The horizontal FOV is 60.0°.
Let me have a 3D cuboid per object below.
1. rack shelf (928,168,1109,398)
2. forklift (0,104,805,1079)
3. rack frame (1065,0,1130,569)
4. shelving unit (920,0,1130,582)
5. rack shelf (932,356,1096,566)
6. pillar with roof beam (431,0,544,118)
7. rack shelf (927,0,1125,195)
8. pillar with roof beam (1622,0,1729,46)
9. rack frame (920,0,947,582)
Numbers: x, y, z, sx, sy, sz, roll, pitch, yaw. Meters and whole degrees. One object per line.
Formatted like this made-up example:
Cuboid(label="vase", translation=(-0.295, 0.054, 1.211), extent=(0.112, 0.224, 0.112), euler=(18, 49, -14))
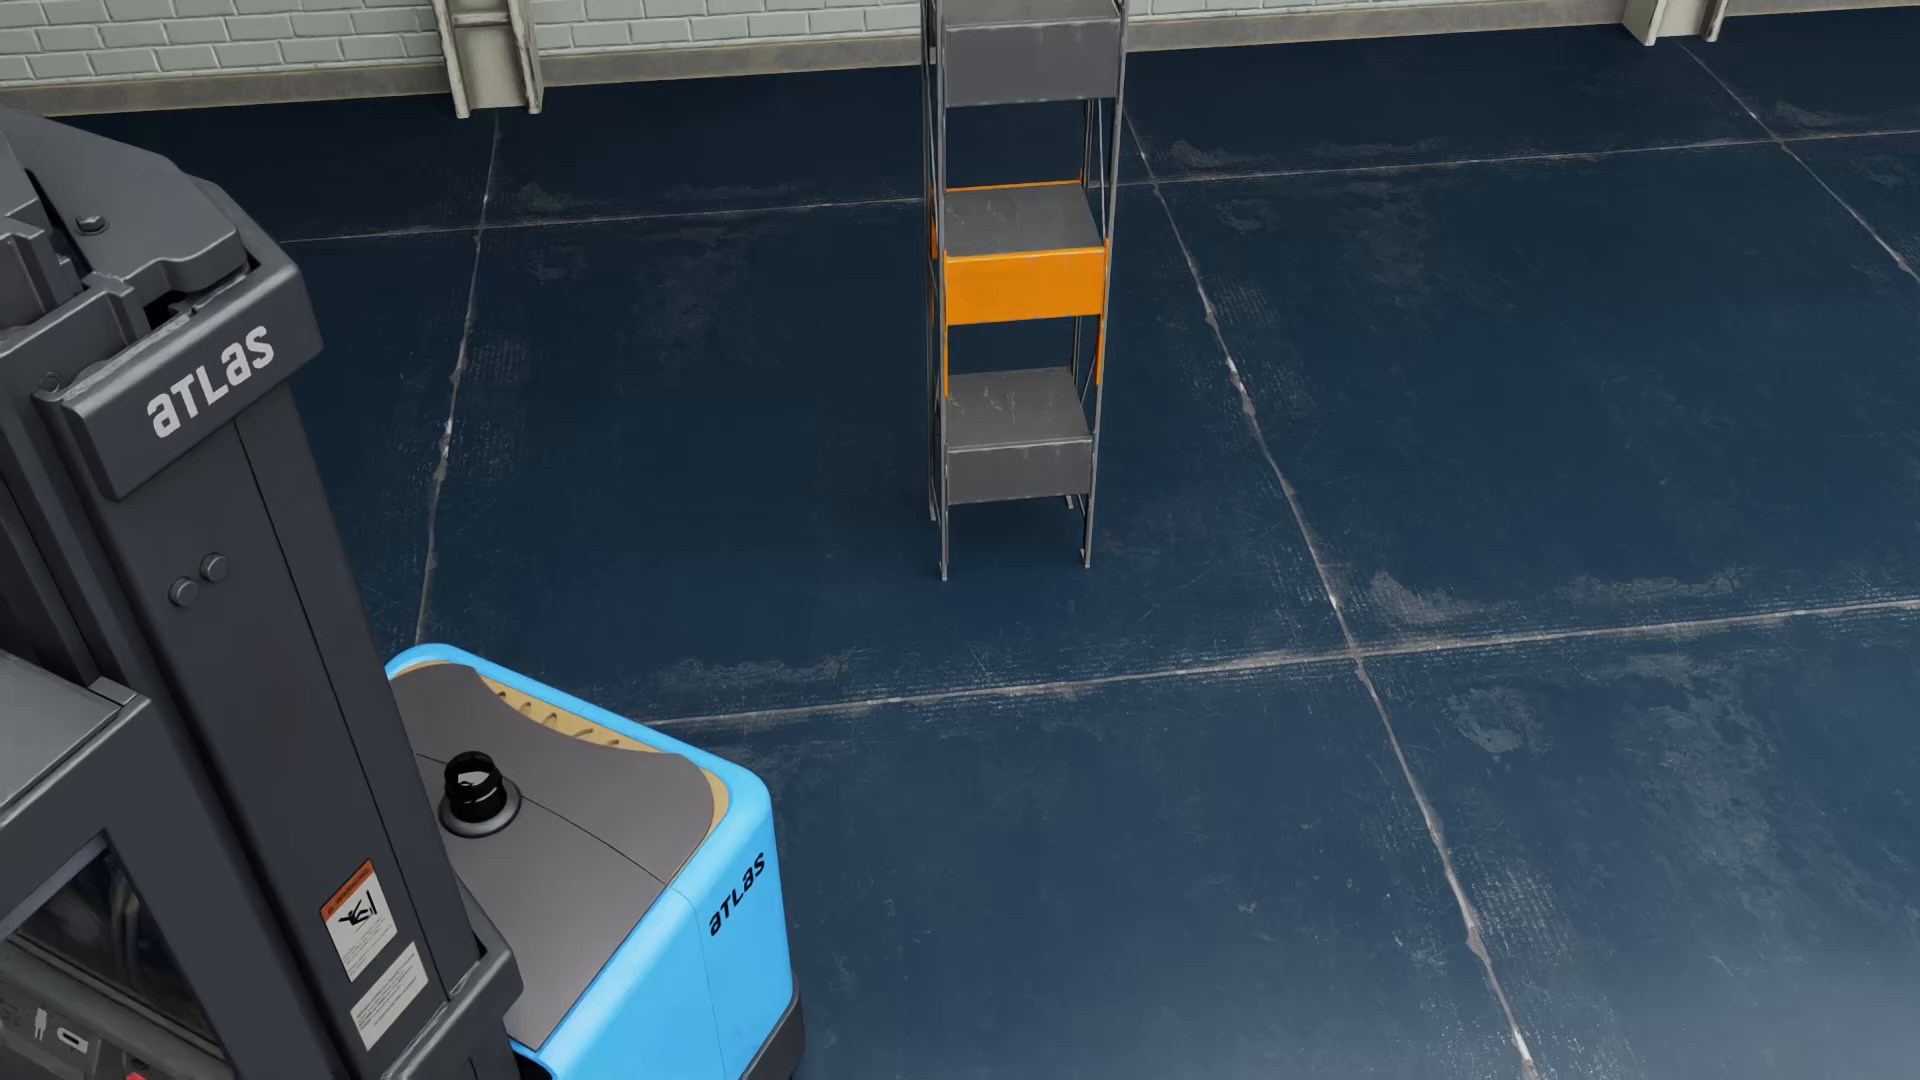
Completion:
Cuboid(label="rack shelf", translation=(0.164, -0.784, 5.072), extent=(0.480, 0.518, 0.431), euler=(-5, 42, -6))
Cuboid(label="forklift", translation=(-1.516, 0.954, 2.504), extent=(1.130, 2.935, 3.031), euler=(19, 45, 20))
Cuboid(label="rack frame", translation=(0.406, -0.815, 5.086), extent=(0.015, 2.100, 0.400), euler=(-5, 42, -6))
Cuboid(label="shelving unit", translation=(0.164, -0.794, 5.063), extent=(0.503, 2.100, 0.431), euler=(-5, 42, -6))
Cuboid(label="rack shelf", translation=(0.164, -0.264, 5.541), extent=(0.480, 0.518, 0.431), euler=(-5, 42, -6))
Cuboid(label="pillar with roof beam", translation=(-1.686, -2.630, 1.947), extent=(0.400, 9.000, 9.100), euler=(-5, 42, -6))
Cuboid(label="rack shelf", translation=(0.164, -1.304, 4.603), extent=(0.480, 0.518, 0.431), euler=(-5, 42, -6))
Cuboid(label="pillar with roof beam", translation=(4.263, -3.151, 2.525), extent=(0.400, 9.000, 9.100), euler=(-5, 42, -6))
Cuboid(label="rack frame", translation=(-0.078, -0.773, 5.039), extent=(0.015, 2.100, 0.400), euler=(-5, 42, -6))
